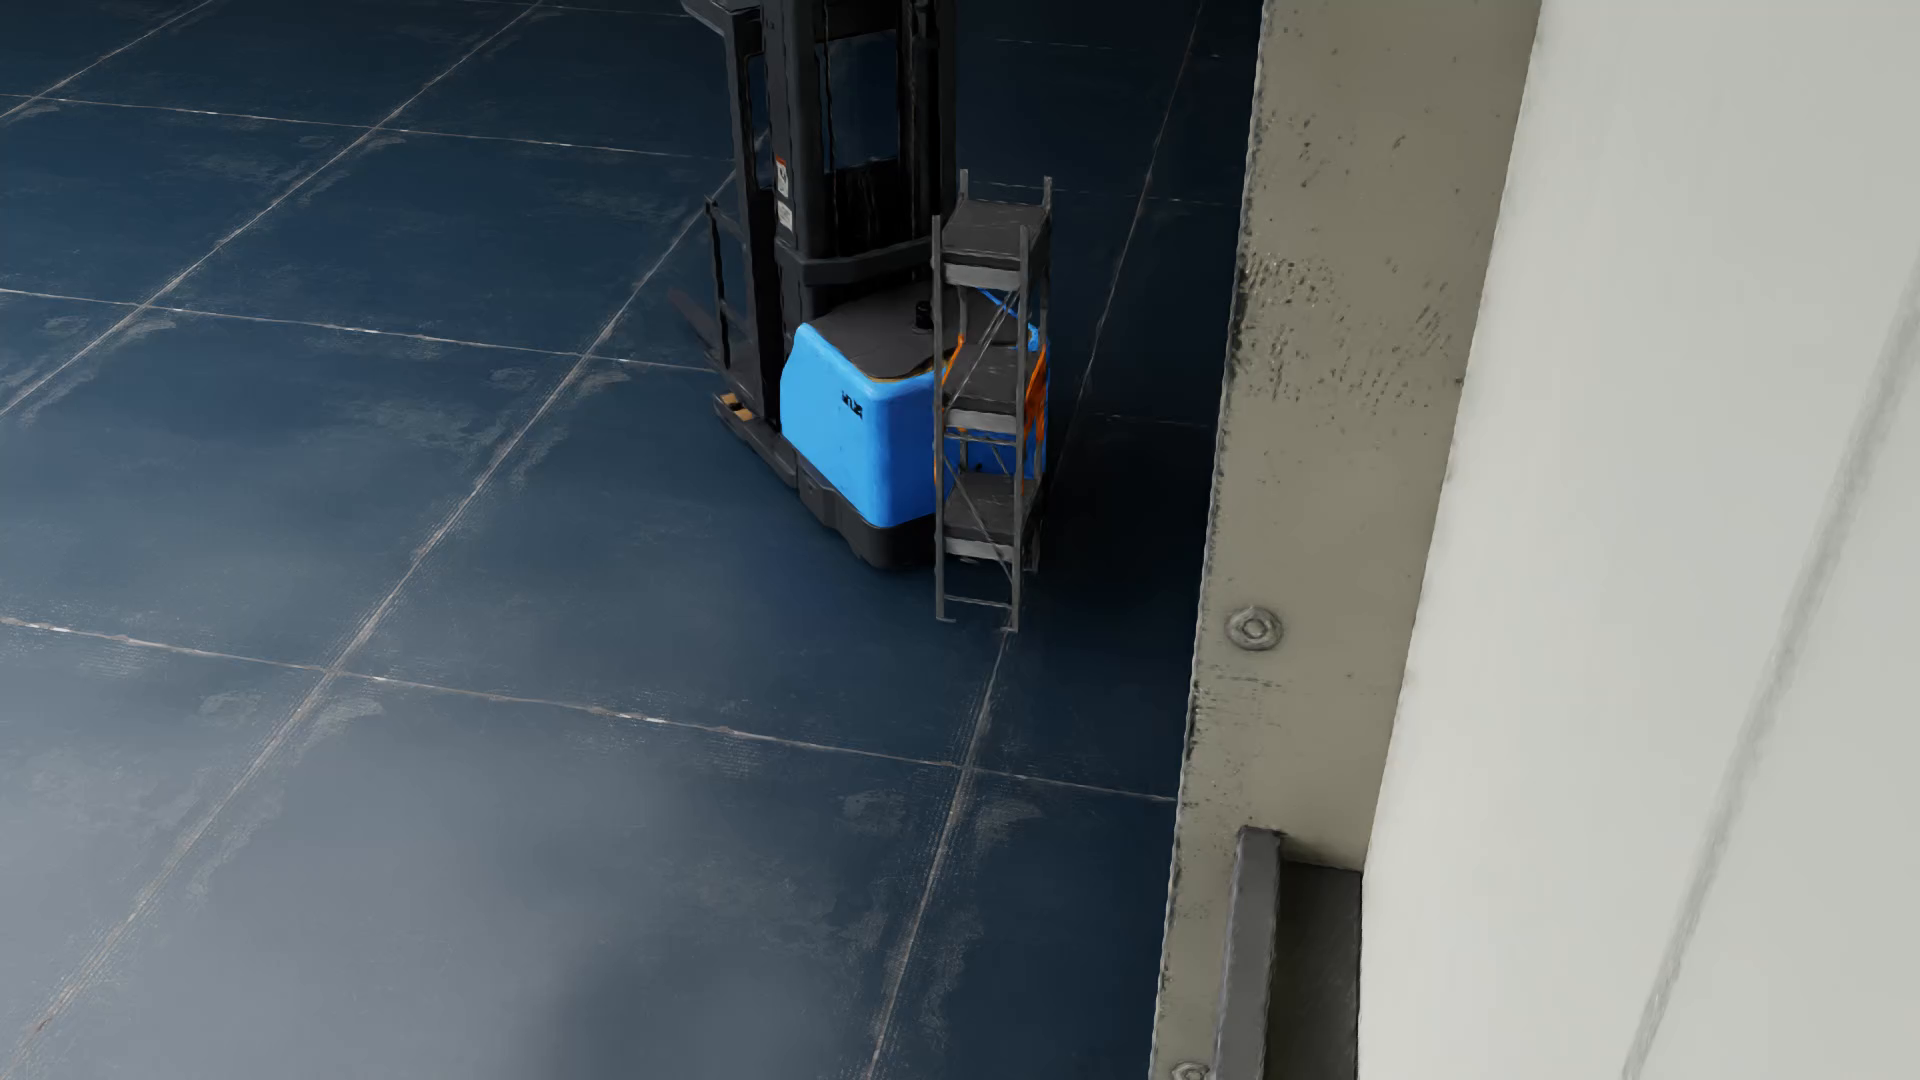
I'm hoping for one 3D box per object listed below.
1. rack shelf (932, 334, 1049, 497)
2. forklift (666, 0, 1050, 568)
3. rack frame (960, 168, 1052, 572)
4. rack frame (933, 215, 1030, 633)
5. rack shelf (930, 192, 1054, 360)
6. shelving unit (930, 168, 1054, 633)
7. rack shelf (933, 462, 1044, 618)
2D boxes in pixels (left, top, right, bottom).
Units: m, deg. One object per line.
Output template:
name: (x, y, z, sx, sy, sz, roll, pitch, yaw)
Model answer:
rack shelf: (0.140, -0.569, 7.539, 0.431, 0.518, 0.480, 8, 37, 11)
forklift: (-0.739, -1.883, 8.620, 1.130, 2.935, 3.031, -20, 40, -25)
rack frame: (0.196, -0.719, 7.723, 0.400, 2.100, 0.015, 8, 37, 11)
rack frame: (0.085, -0.440, 7.338, 0.400, 2.100, 0.015, 8, 37, 11)
rack shelf: (0.140, -1.135, 7.128, 0.431, 0.518, 0.480, 8, 37, 11)
shelving unit: (0.140, -0.580, 7.531, 0.431, 2.100, 0.503, 8, 37, 11)
rack shelf: (0.140, -0.002, 7.950, 0.431, 0.518, 0.480, 8, 37, 11)
